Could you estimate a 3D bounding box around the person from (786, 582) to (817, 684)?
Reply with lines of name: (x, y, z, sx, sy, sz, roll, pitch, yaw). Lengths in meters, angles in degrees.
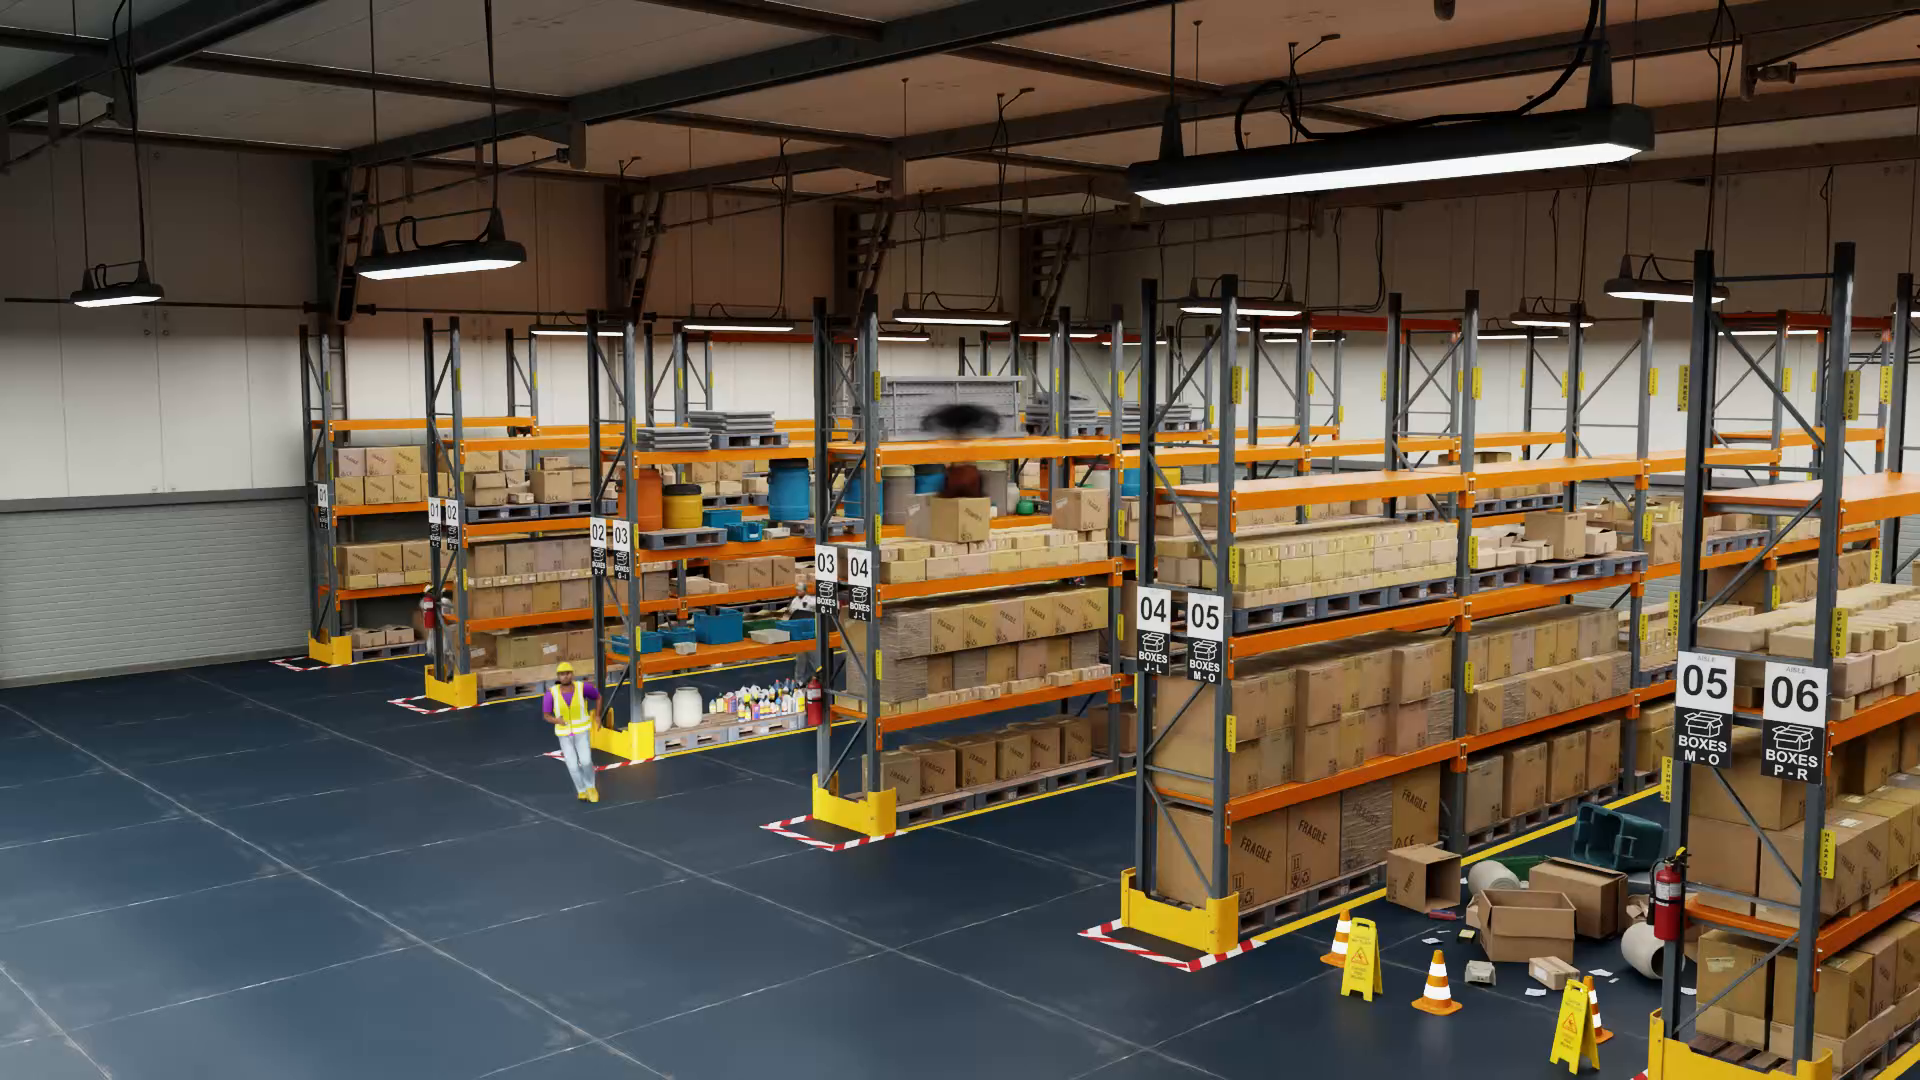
person: (-2.567, 1.538, 27.658, 0.564, 1.712, 0.854, 6, 8, 44)

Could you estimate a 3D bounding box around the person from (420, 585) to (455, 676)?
person: (-8.804, 1.517, 27.984, 0.690, 1.594, 0.770, 2, 6, 16)

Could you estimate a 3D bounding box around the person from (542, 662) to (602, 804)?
person: (-4.635, 2.310, 19.862, 0.676, 1.735, 0.639, -1, 6, -6)
